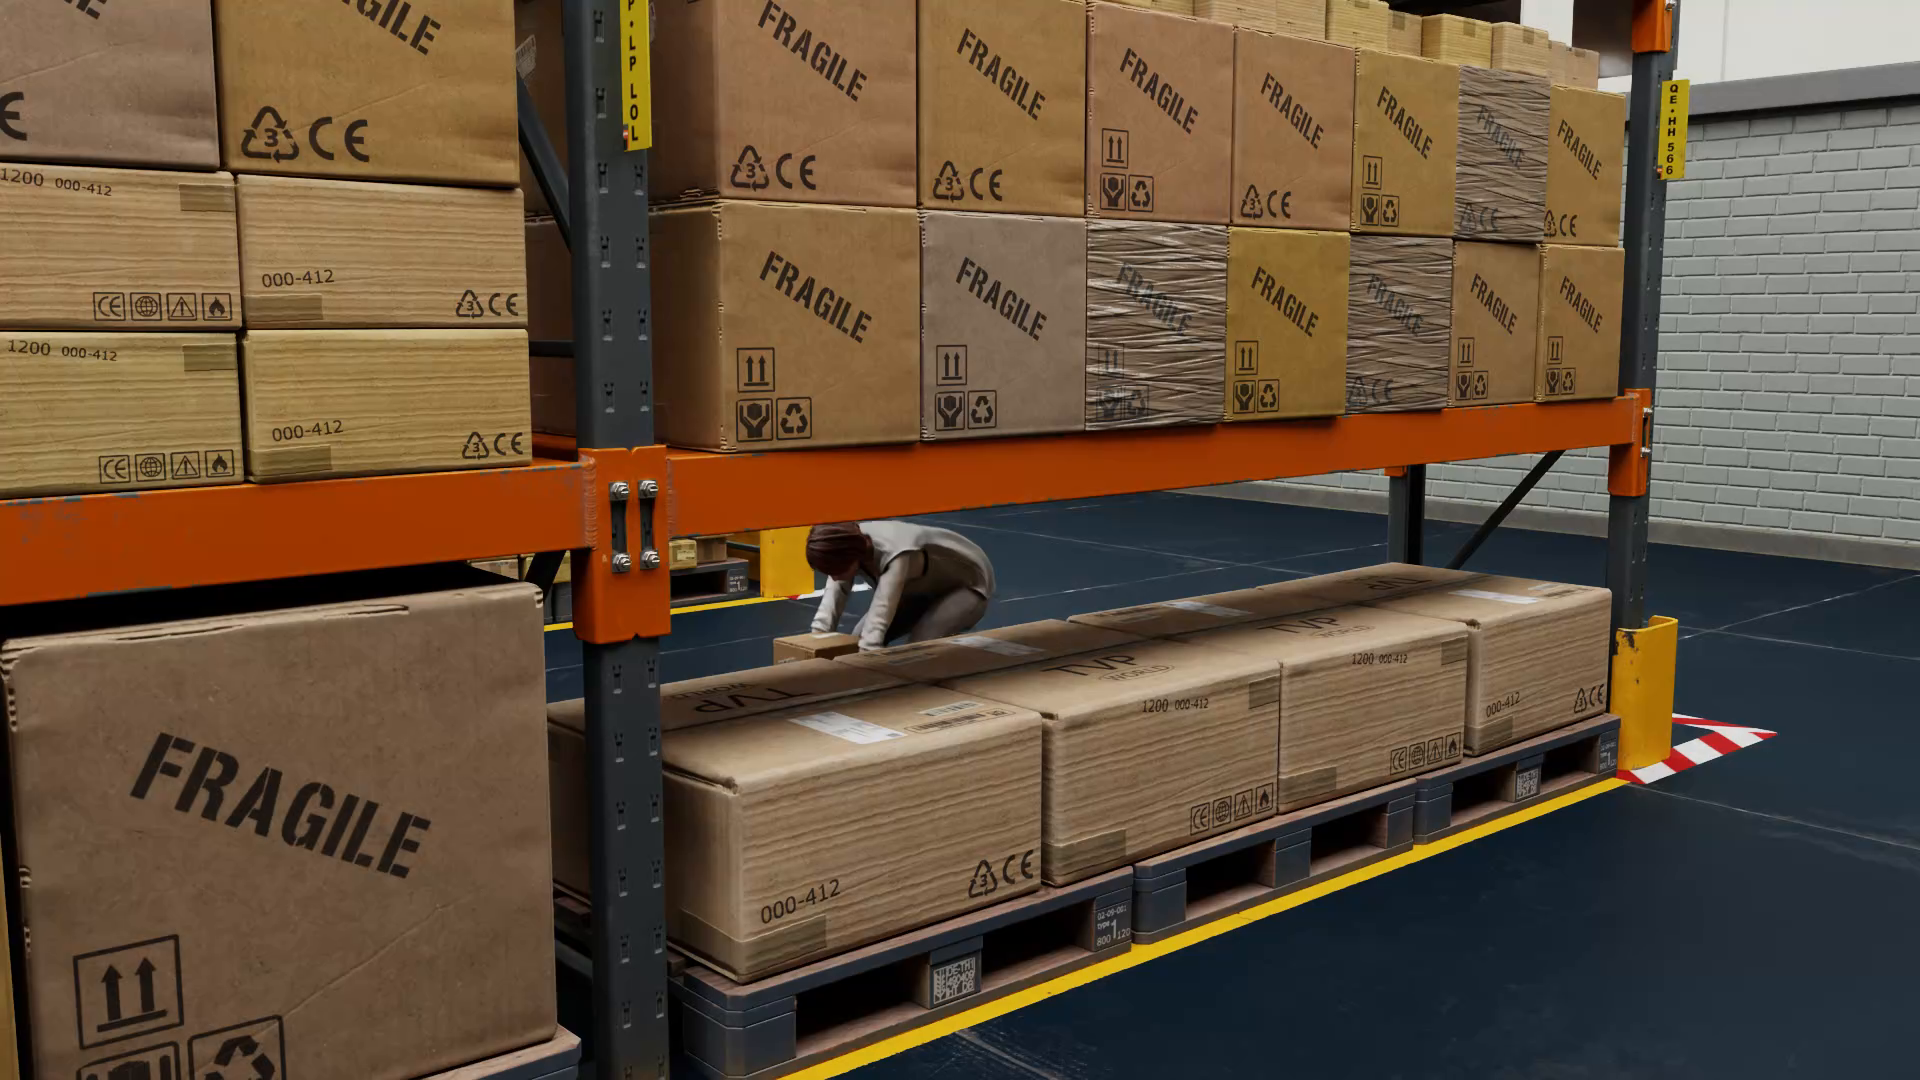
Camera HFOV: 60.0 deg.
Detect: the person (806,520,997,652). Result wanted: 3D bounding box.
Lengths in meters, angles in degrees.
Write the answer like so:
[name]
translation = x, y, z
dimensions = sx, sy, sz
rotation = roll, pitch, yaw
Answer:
[person]
translation = -0.223, 0.328, 6.049
dimensions = 0.851, 0.891, 0.430
rotation = -7, 10, -43
